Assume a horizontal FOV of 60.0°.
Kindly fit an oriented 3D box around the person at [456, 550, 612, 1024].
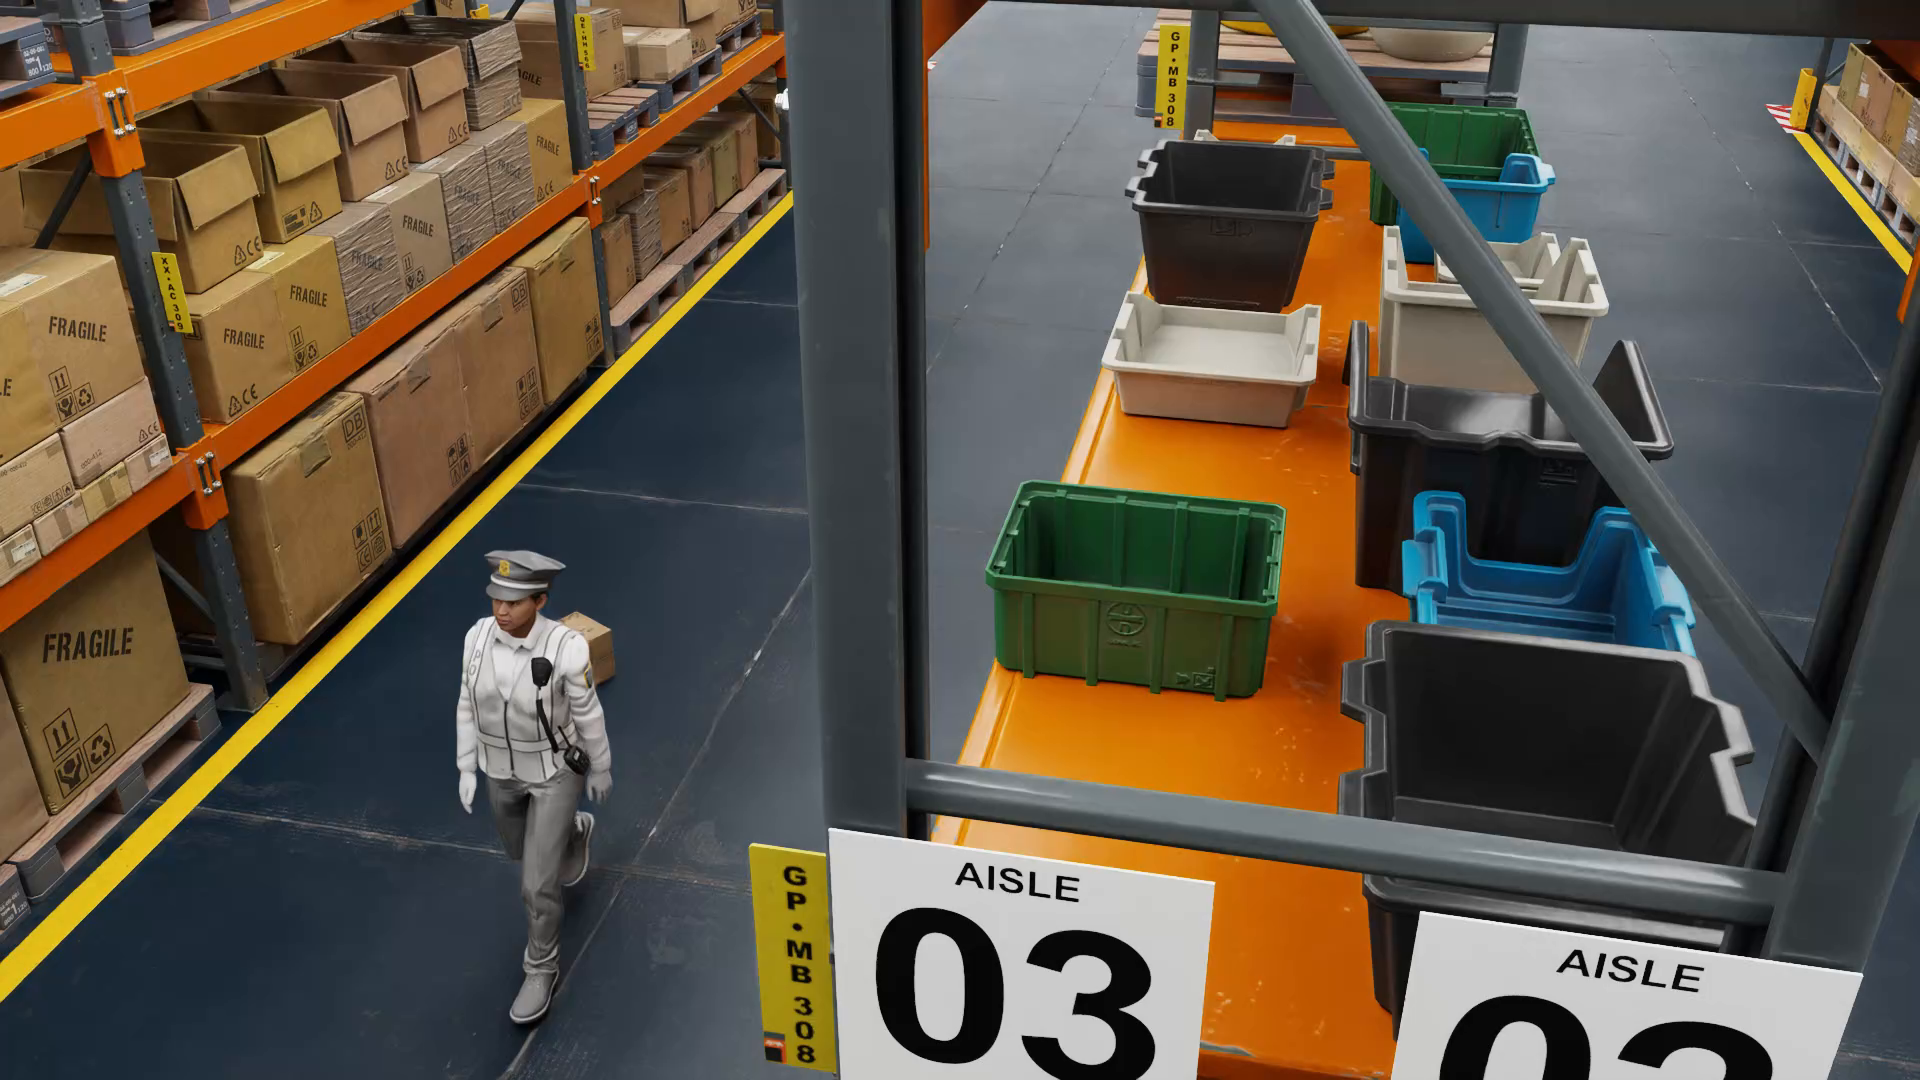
[{"bbox_3d":[-1.464,0.751,5.728,0.500,1.648,0.879,8,30,14],"label":"person"}]
